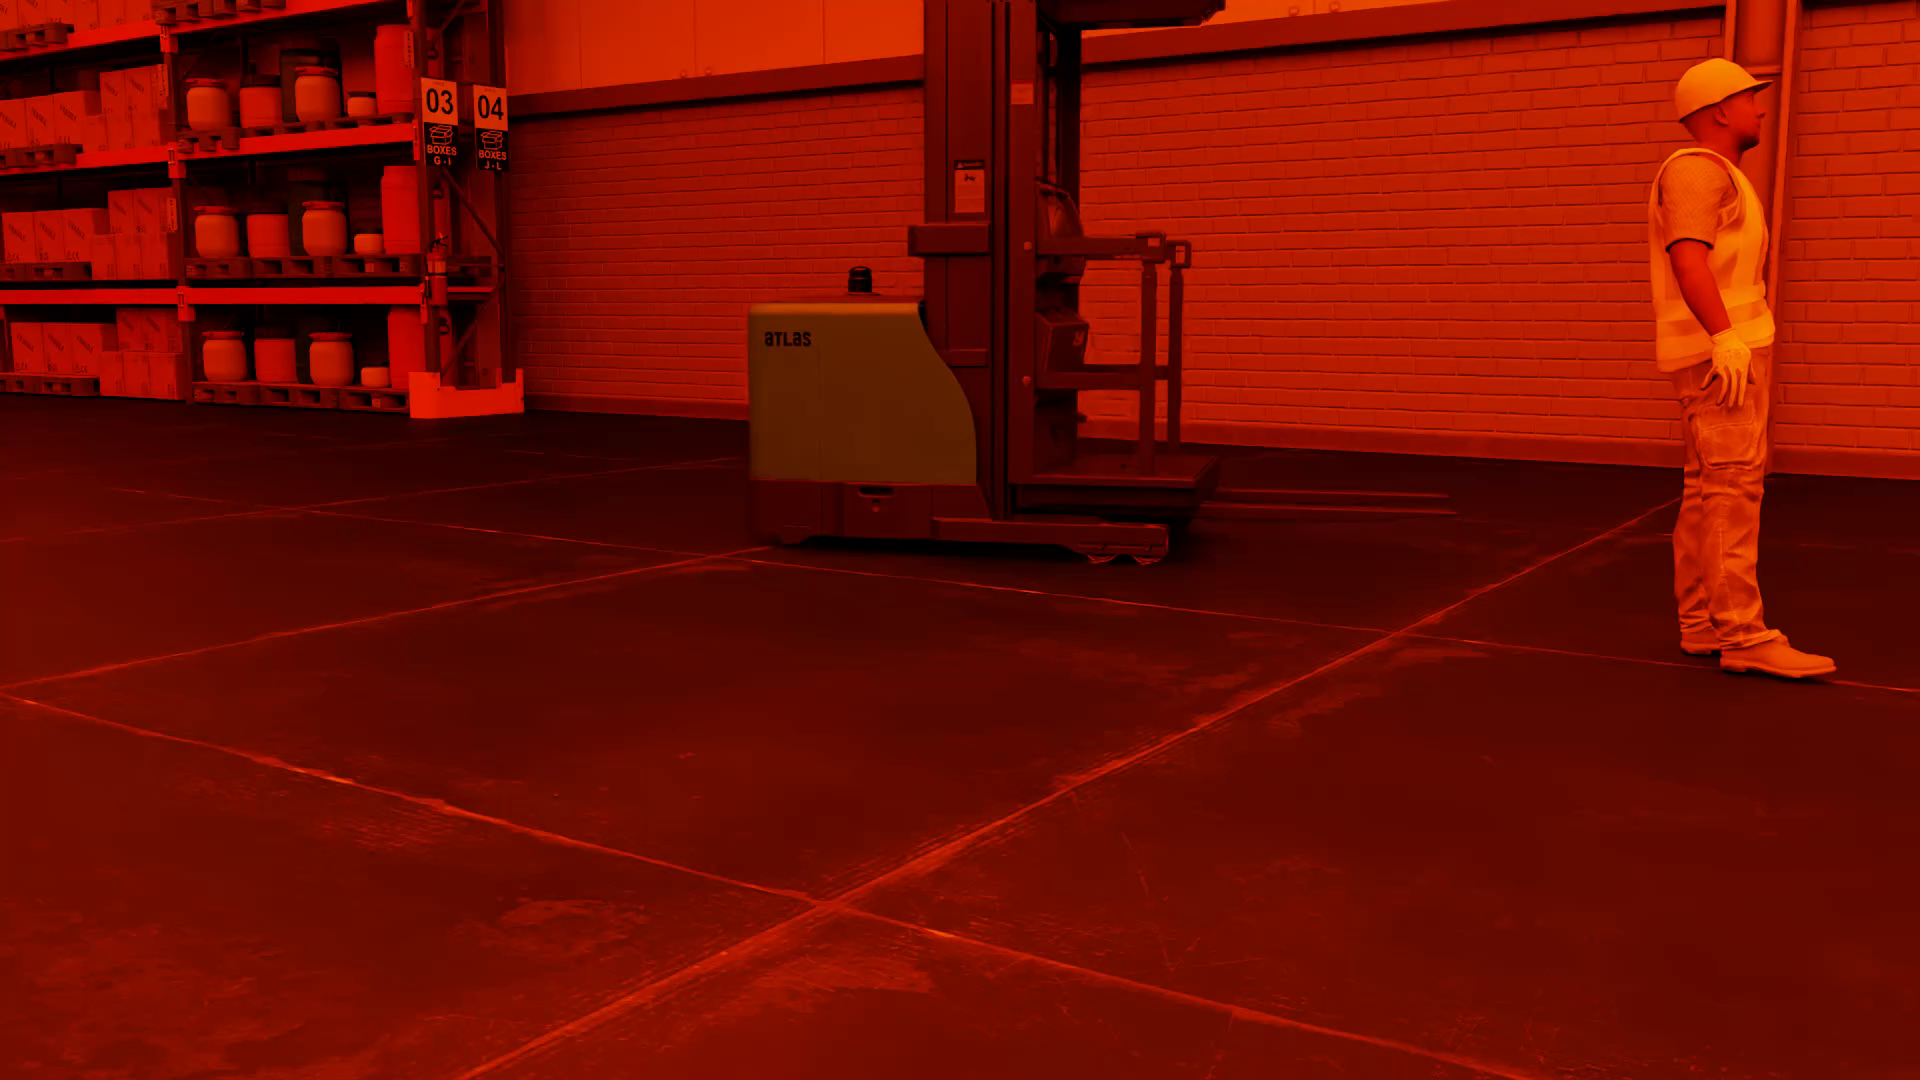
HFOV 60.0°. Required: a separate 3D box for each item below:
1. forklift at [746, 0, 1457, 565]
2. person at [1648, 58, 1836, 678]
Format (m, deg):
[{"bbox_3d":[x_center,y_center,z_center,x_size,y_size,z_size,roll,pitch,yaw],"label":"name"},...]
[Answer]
[{"bbox_3d":[0.629,-1.432,7.260,3.031,2.935,1.130,2,8,14],"label":"forklift"},{"bbox_3d":[2.341,-0.531,4.957,0.577,1.782,0.655,4,9,25],"label":"person"}]
